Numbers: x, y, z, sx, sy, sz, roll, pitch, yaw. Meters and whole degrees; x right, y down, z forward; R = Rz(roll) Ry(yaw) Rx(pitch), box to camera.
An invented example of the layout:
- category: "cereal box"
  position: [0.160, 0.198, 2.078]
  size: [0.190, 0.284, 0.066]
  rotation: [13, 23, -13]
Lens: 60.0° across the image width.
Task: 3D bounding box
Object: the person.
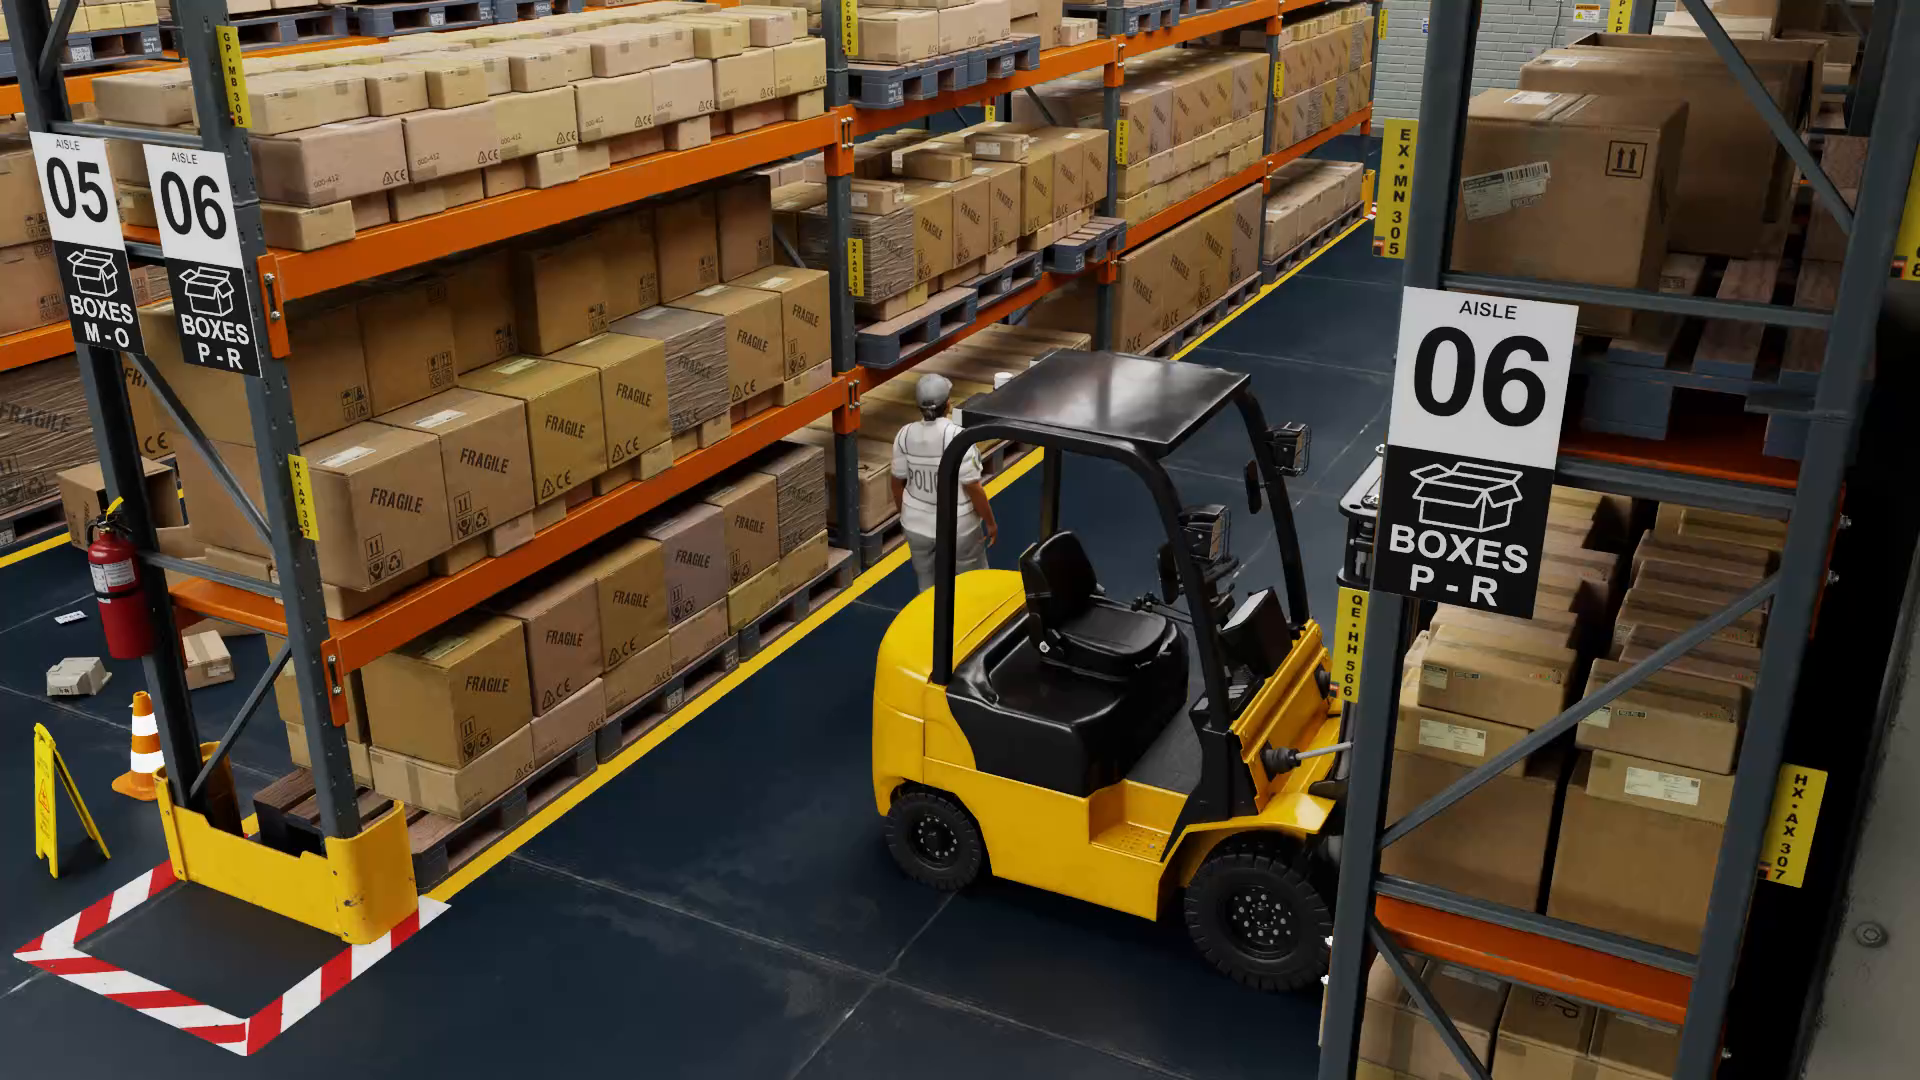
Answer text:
- category: "person"
  position: [-0.037, -0.096, 8.793]
  size: [0.598, 1.670, 0.529]
  rotation: [11, 25, 24]
